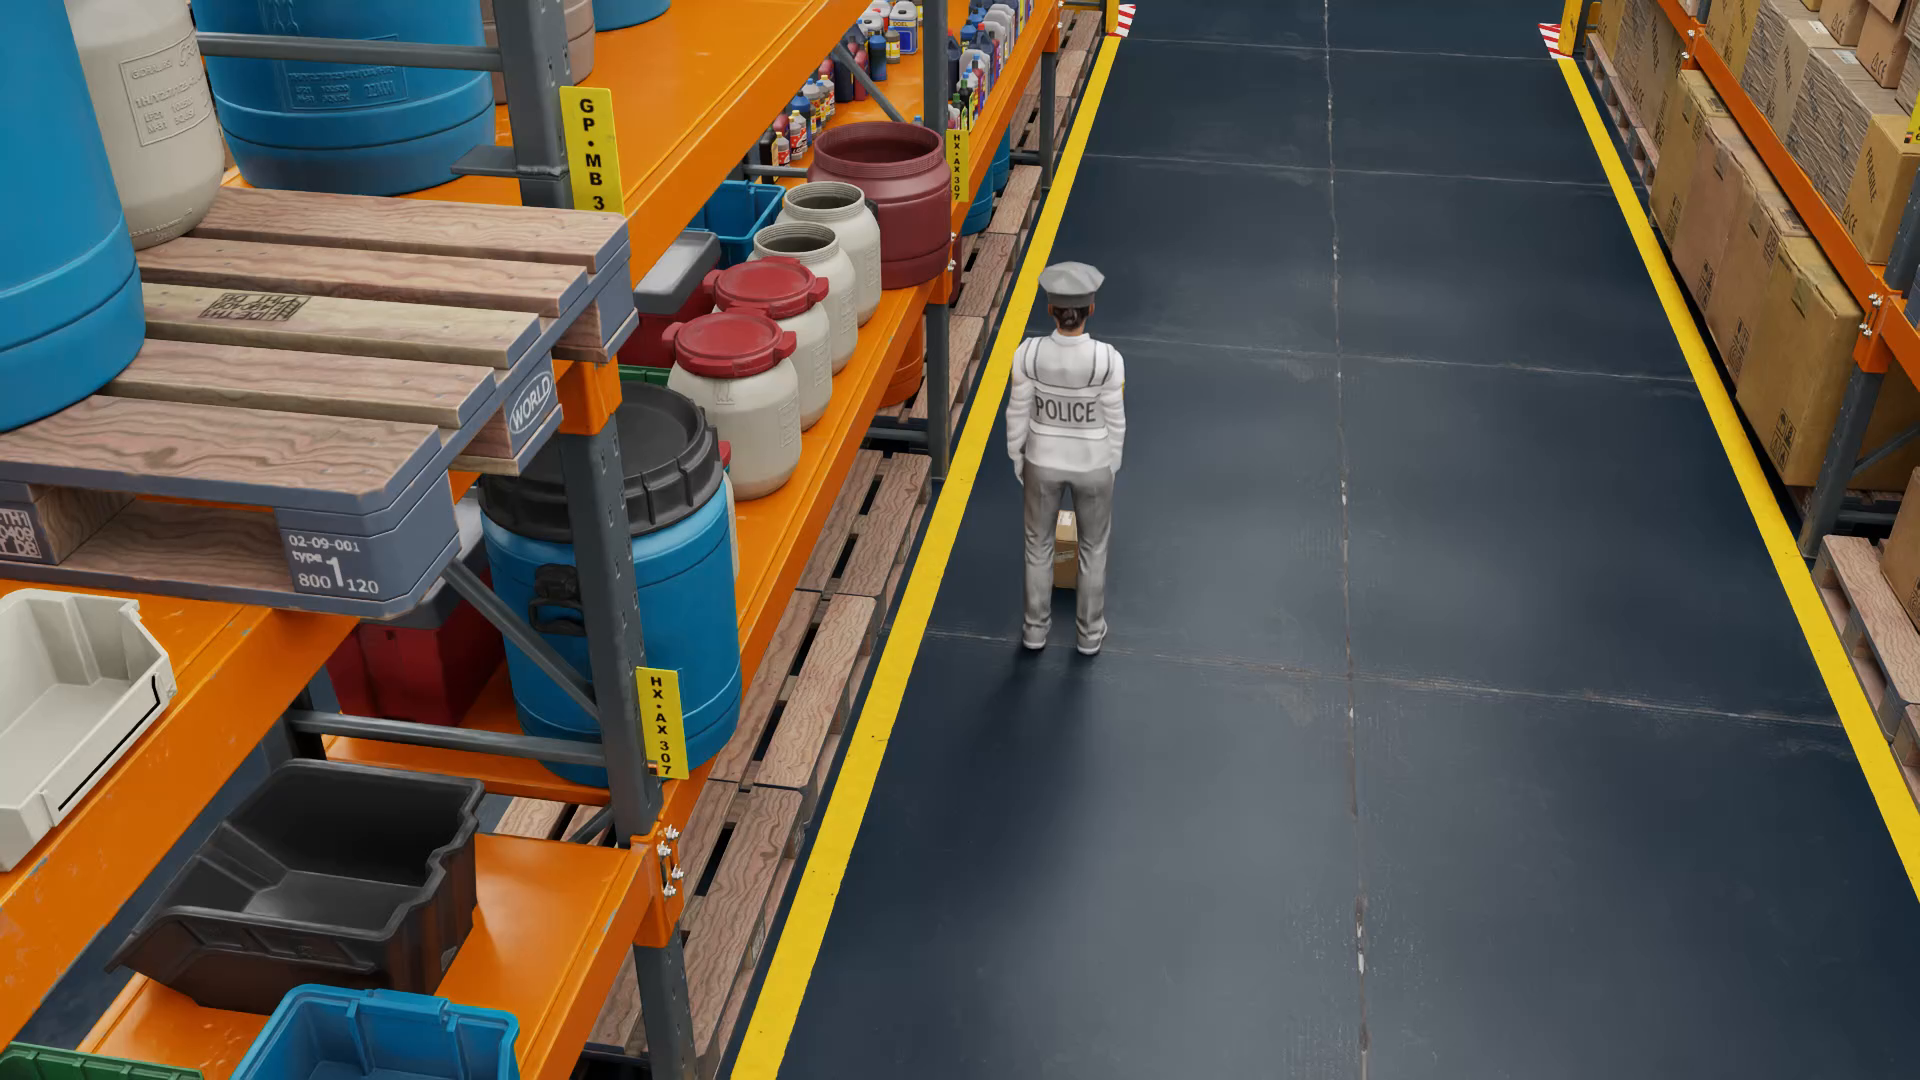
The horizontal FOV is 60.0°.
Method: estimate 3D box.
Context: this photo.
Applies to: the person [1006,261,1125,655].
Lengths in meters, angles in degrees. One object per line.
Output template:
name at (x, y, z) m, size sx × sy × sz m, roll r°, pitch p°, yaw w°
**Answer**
person at (0.426, -0.295, 6.610) m, size 0.447 × 1.670 × 0.328 m, roll 6°, pitch 33°, yaw 9°
